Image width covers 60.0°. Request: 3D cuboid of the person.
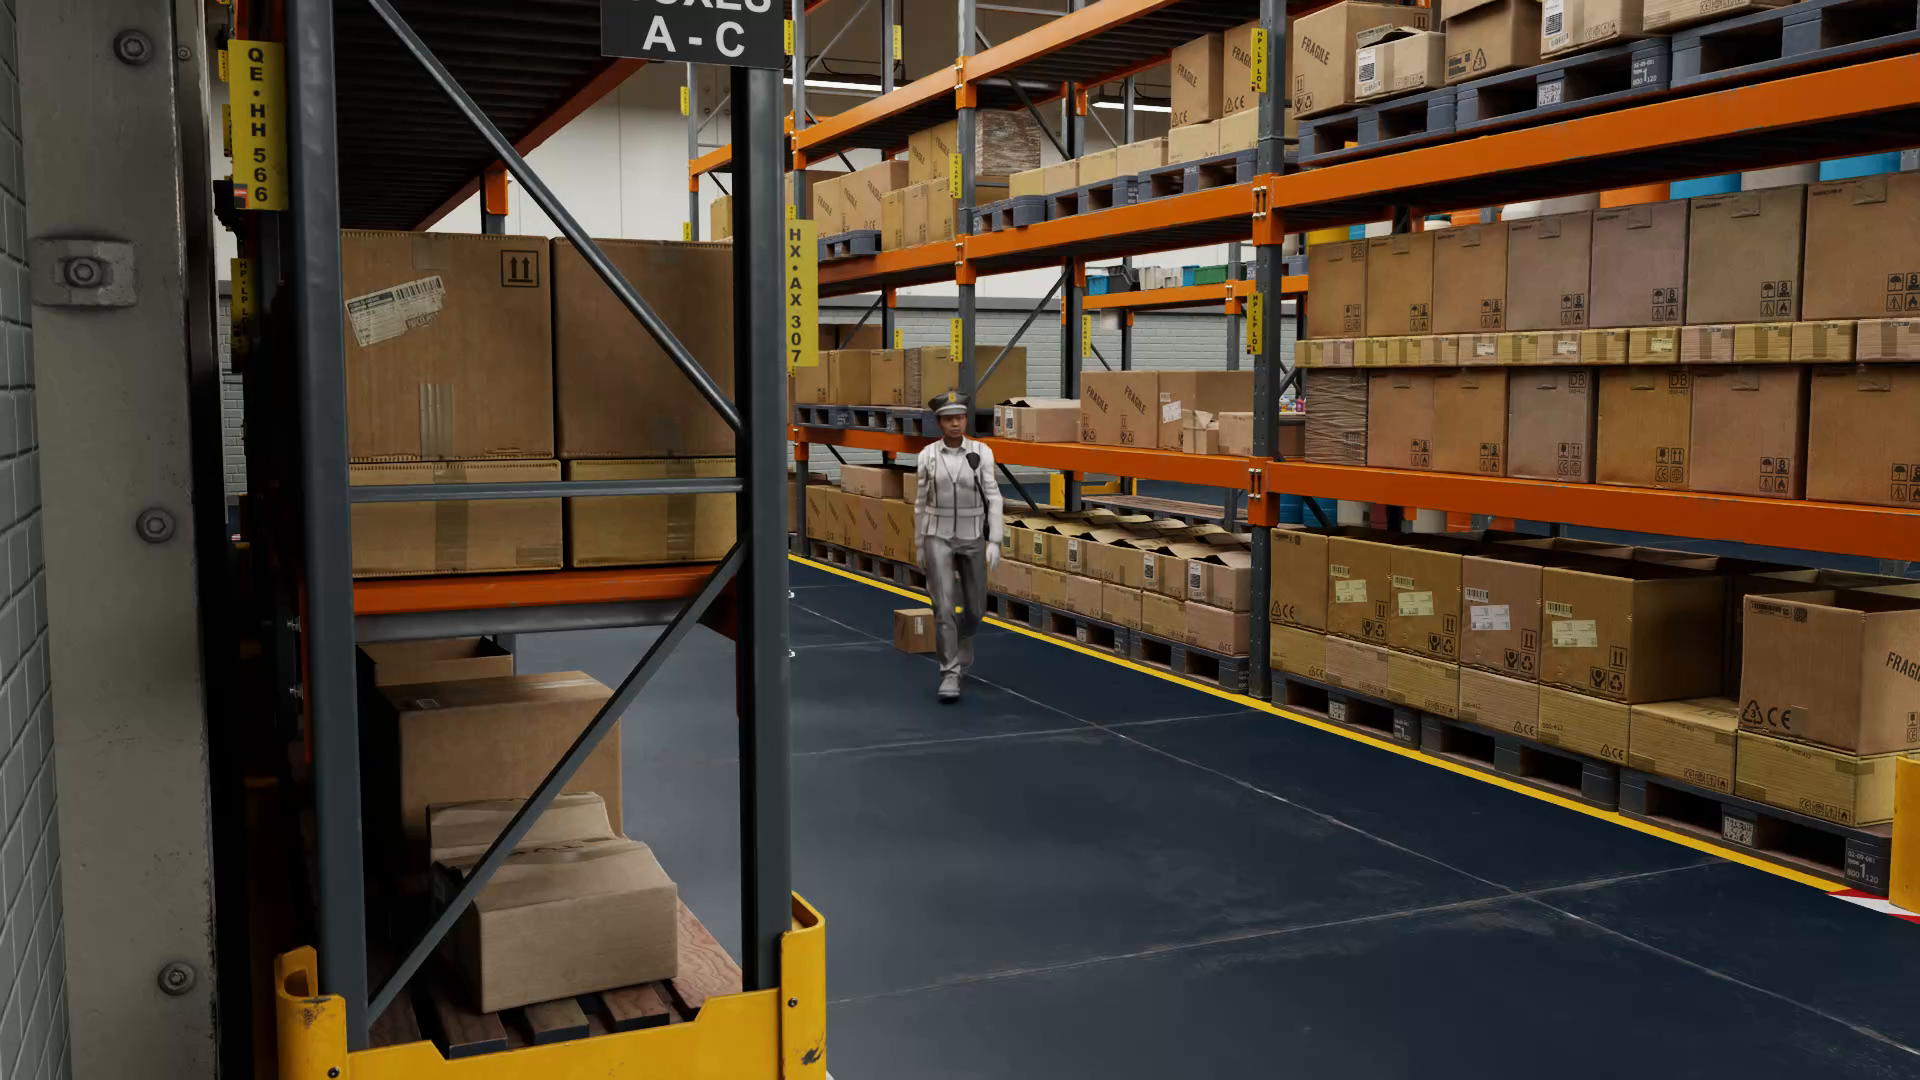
[{"bbox_3d":[-0.009,-0.002,9.262,0.494,1.653,0.786,0,6,-2],"label":"person"}]
